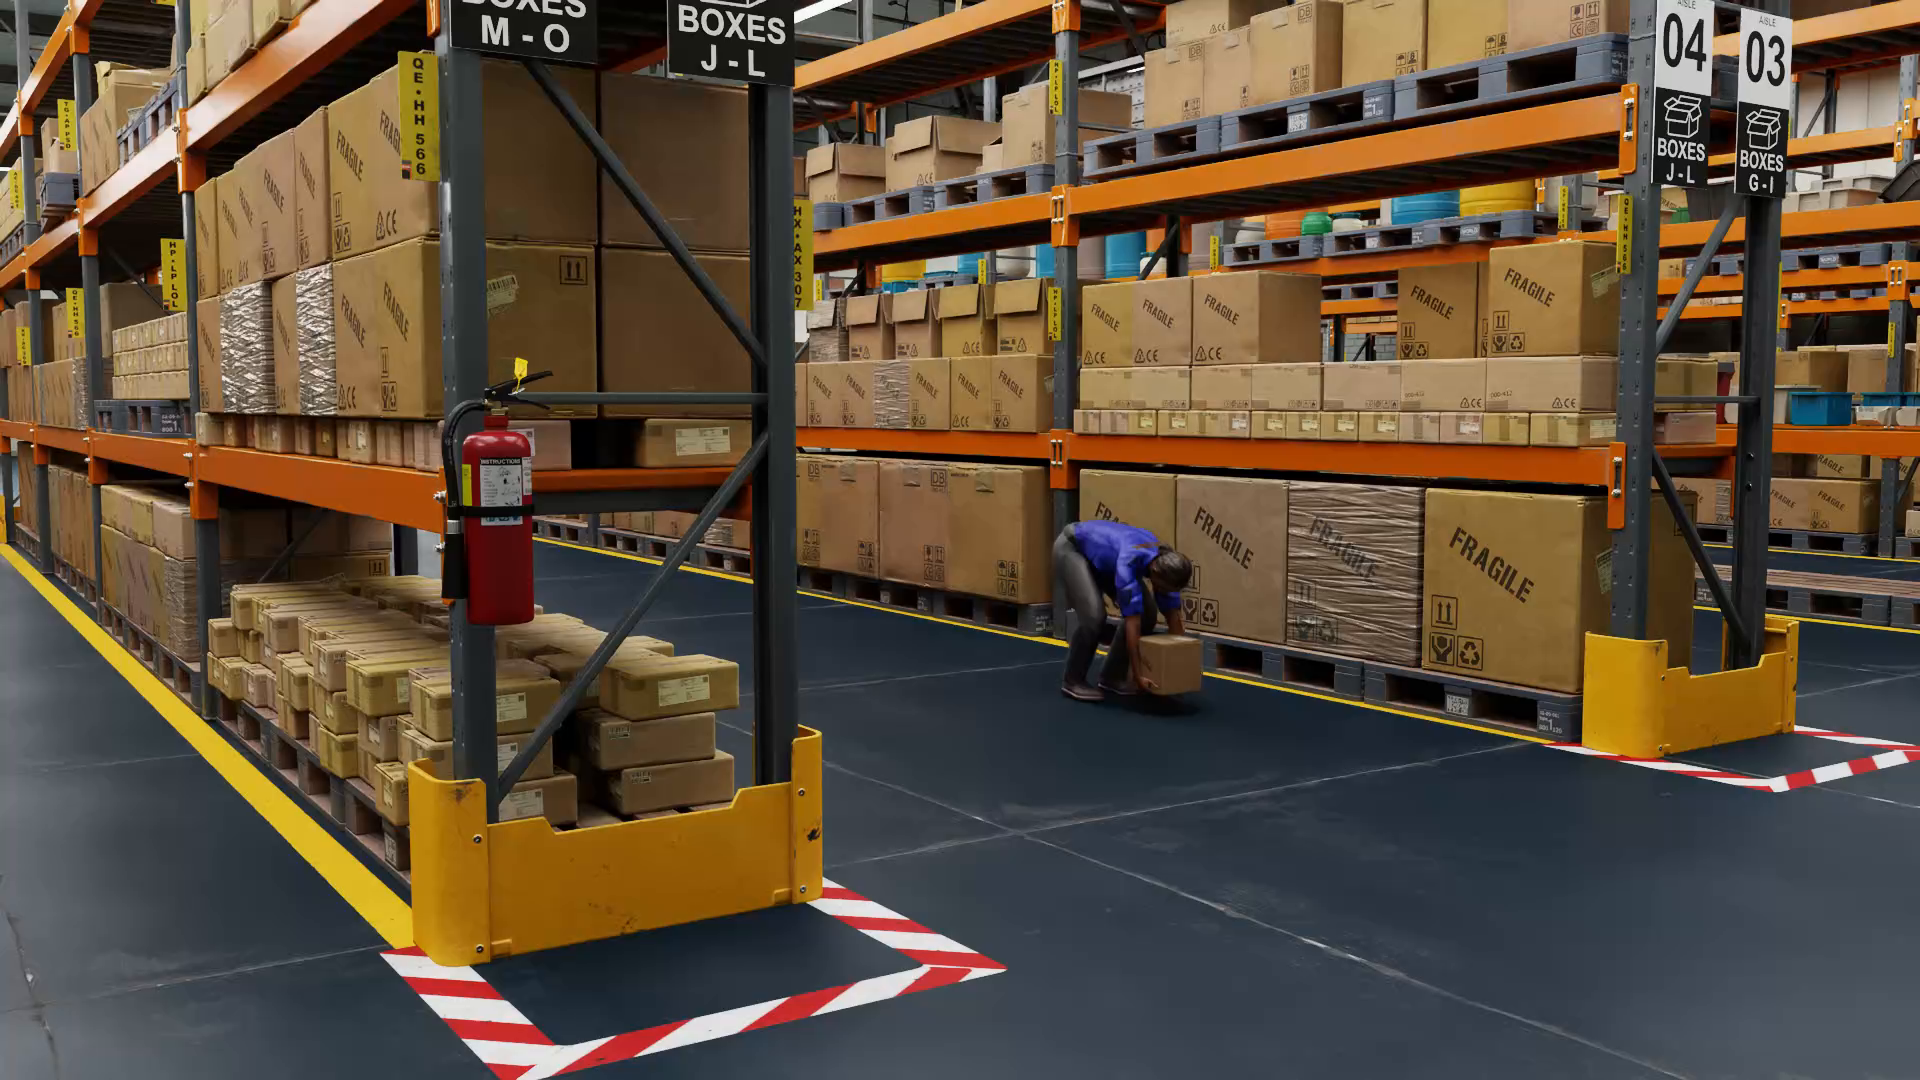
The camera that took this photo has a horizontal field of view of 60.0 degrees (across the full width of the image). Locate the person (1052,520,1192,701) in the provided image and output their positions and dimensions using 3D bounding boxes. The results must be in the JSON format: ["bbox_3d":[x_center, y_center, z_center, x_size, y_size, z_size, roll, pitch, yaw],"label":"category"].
[{"bbox_3d":[0.830,0.362,8.320,0.462,0.904,0.869,-4,6,-37],"label":"person"}]
